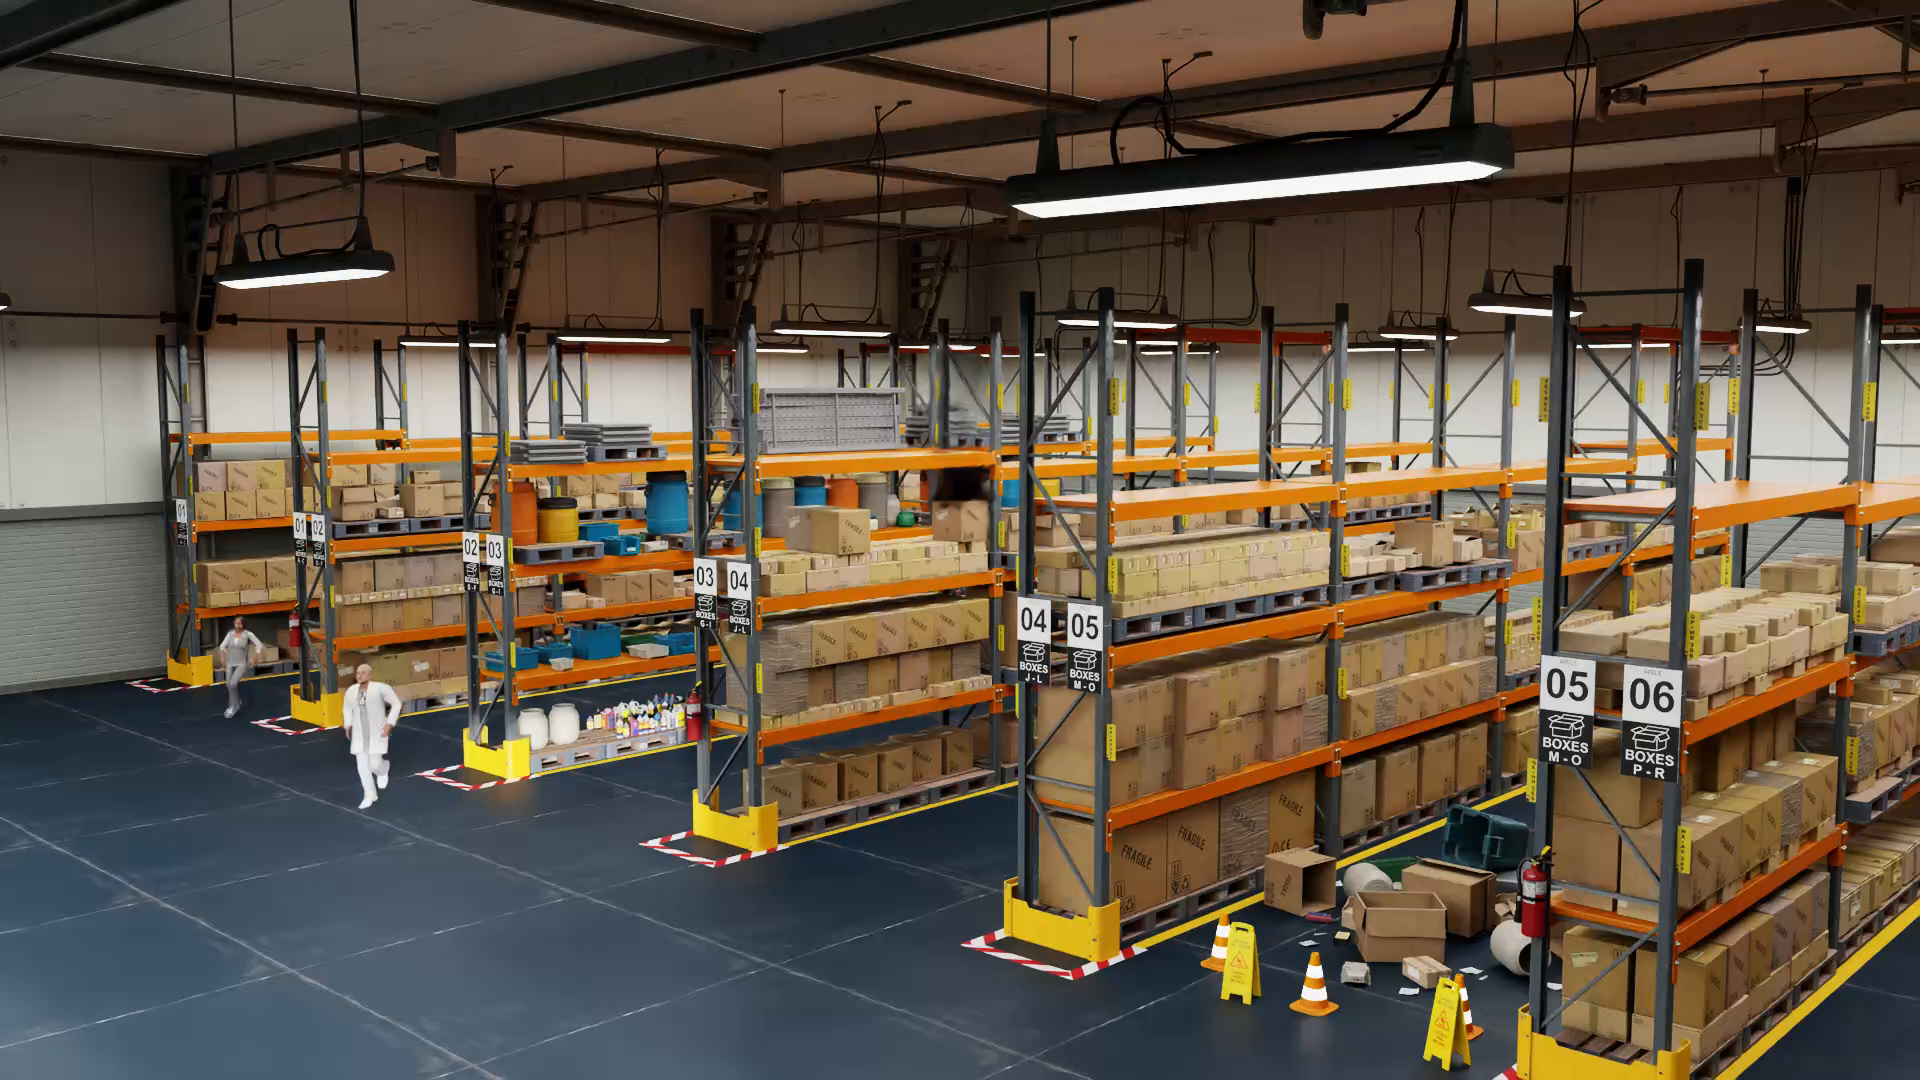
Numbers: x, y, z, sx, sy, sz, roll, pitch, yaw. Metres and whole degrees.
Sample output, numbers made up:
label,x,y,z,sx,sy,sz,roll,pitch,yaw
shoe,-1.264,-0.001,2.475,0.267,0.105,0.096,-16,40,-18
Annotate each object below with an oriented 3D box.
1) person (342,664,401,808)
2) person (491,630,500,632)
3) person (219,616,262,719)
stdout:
label,x,y,z,sx,sy,sz,roll,pitch,yaw
person,-7.247,2.387,20.513,0.714,1.766,0.709,0,5,3
person,-8.434,1.474,30.512,0.661,1.682,0.585,4,7,37
person,-11.195,1.965,25.818,0.599,1.584,0.606,1,5,5
